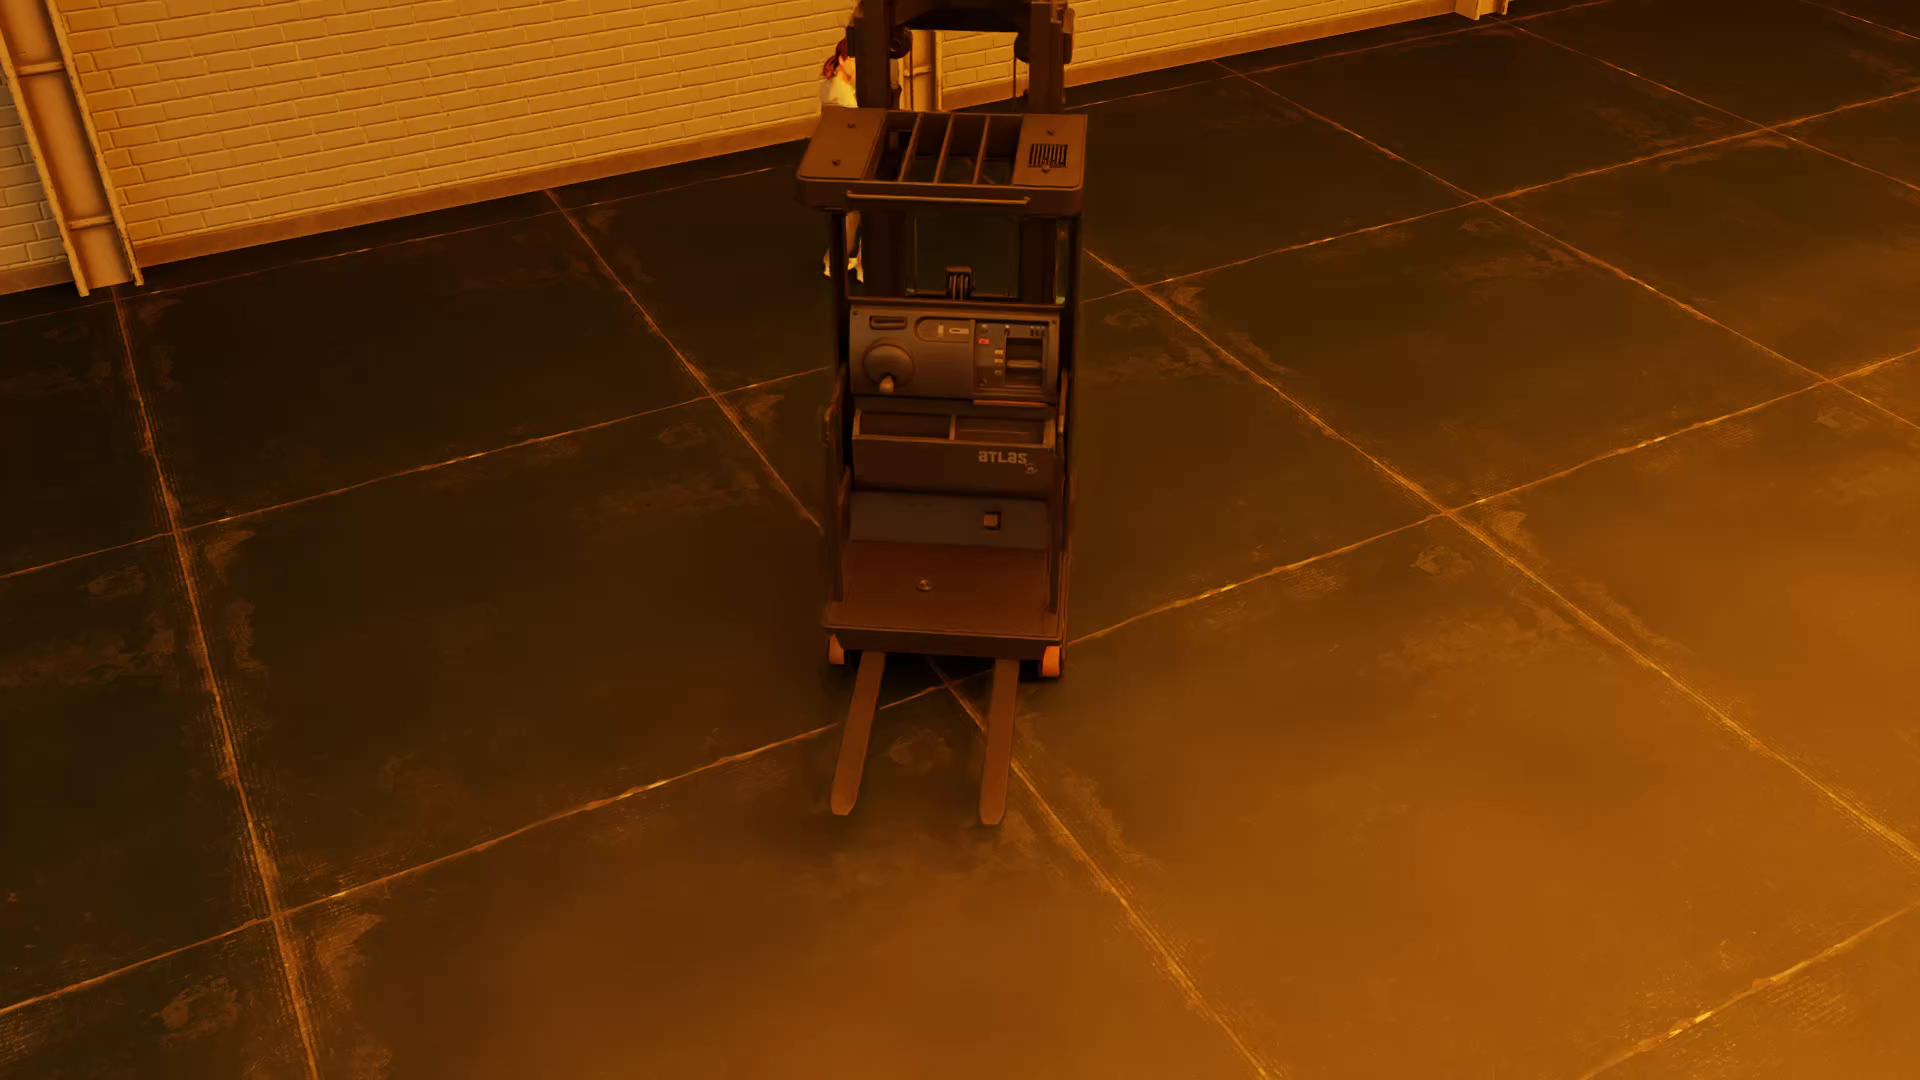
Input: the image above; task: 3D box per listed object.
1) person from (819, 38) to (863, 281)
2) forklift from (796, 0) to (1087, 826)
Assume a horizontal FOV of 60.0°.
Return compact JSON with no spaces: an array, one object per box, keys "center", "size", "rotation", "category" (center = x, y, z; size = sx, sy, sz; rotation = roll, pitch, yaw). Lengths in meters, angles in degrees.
[{"center":[-0.665,-2.442,10.748],"size":[0.505,1.618,0.671],"rotation":[-17,39,-23],"category":"person"},{"center":[-0.045,-0.760,7.198],"size":[1.130,2.935,3.031],"rotation":[3,35,4],"category":"forklift"}]
